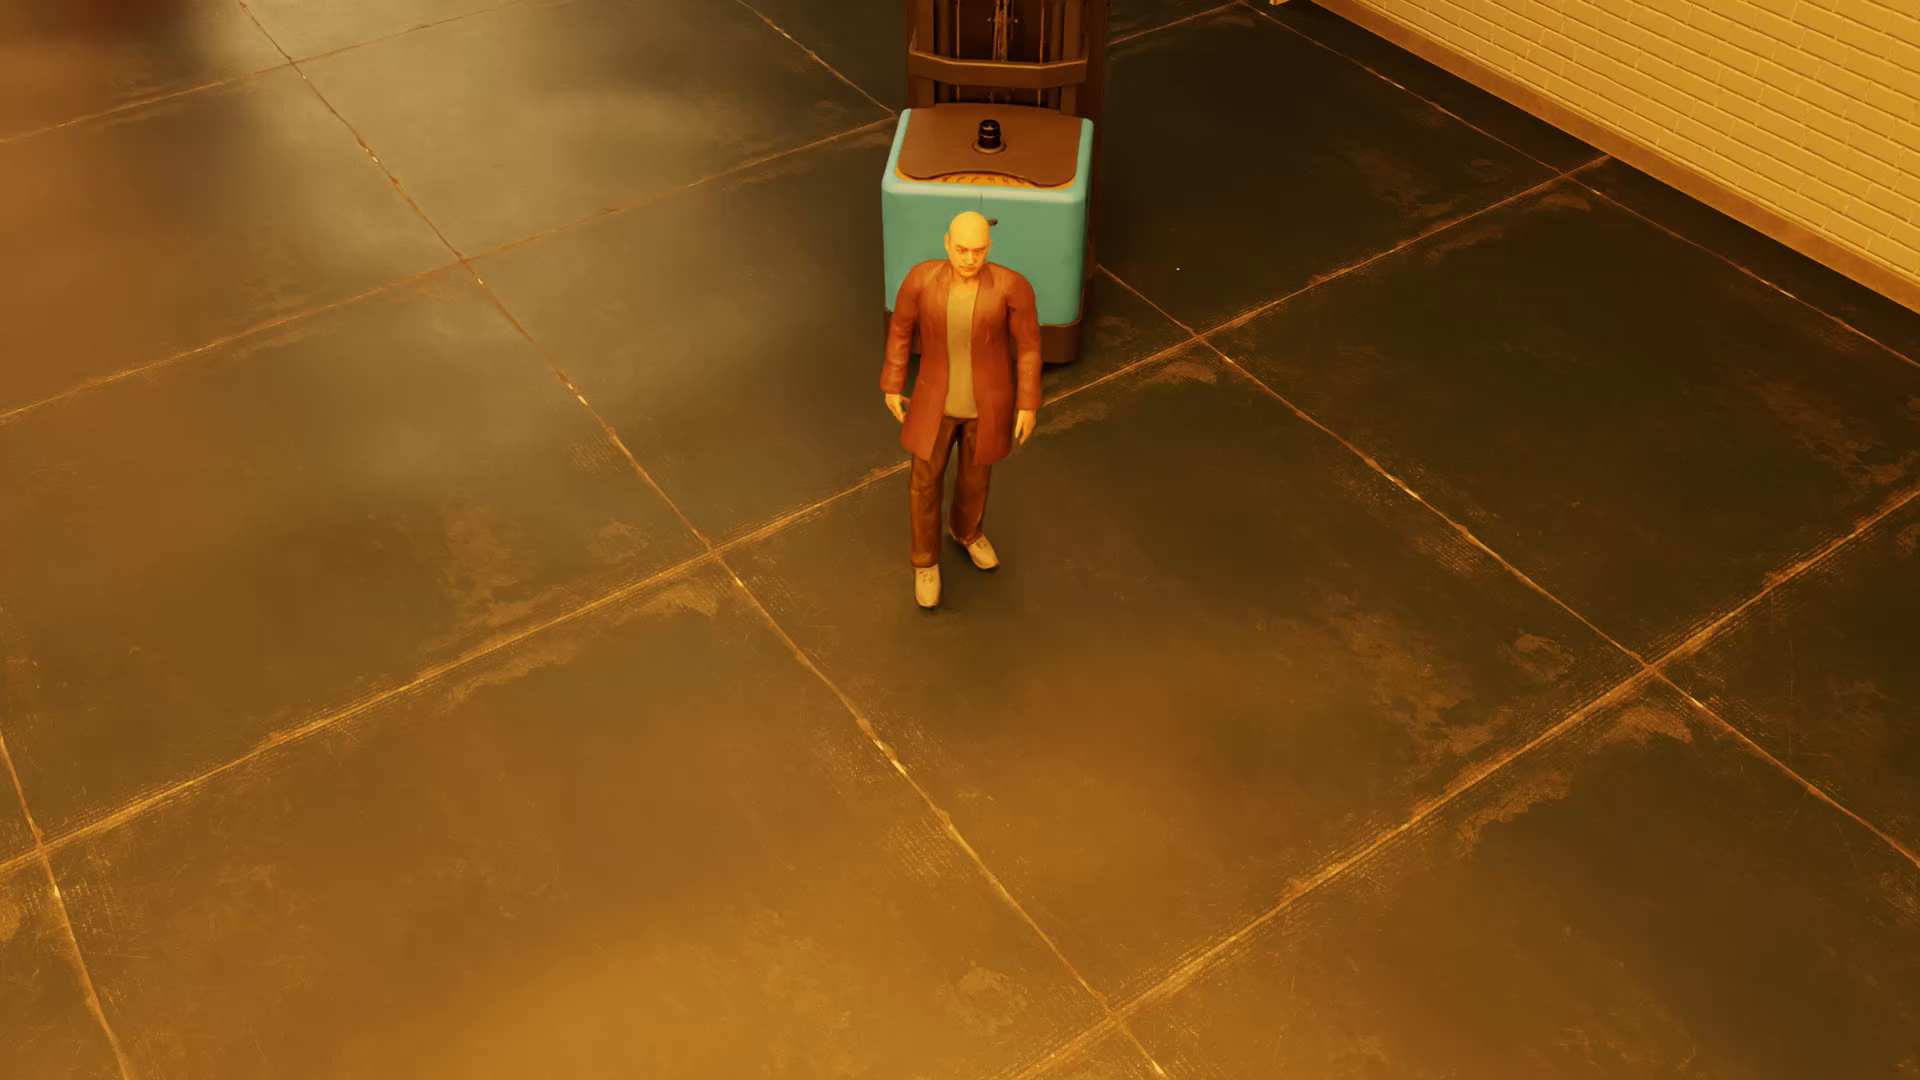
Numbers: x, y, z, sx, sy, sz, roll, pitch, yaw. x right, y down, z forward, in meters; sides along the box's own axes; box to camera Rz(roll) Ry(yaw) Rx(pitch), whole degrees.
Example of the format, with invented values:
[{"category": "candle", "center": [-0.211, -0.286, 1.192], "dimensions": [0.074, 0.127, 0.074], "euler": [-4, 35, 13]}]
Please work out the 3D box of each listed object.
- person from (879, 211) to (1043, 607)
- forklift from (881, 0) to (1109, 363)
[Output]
[{"category": "person", "center": [-0.015, -0.526, 7.158], "dimensions": [0.726, 1.769, 0.658], "euler": [6, 43, 7]}, {"category": "forklift", "center": [0.274, -3.009, 8.981], "dimensions": [1.130, 2.935, 3.031], "euler": [4, 43, 5]}]
